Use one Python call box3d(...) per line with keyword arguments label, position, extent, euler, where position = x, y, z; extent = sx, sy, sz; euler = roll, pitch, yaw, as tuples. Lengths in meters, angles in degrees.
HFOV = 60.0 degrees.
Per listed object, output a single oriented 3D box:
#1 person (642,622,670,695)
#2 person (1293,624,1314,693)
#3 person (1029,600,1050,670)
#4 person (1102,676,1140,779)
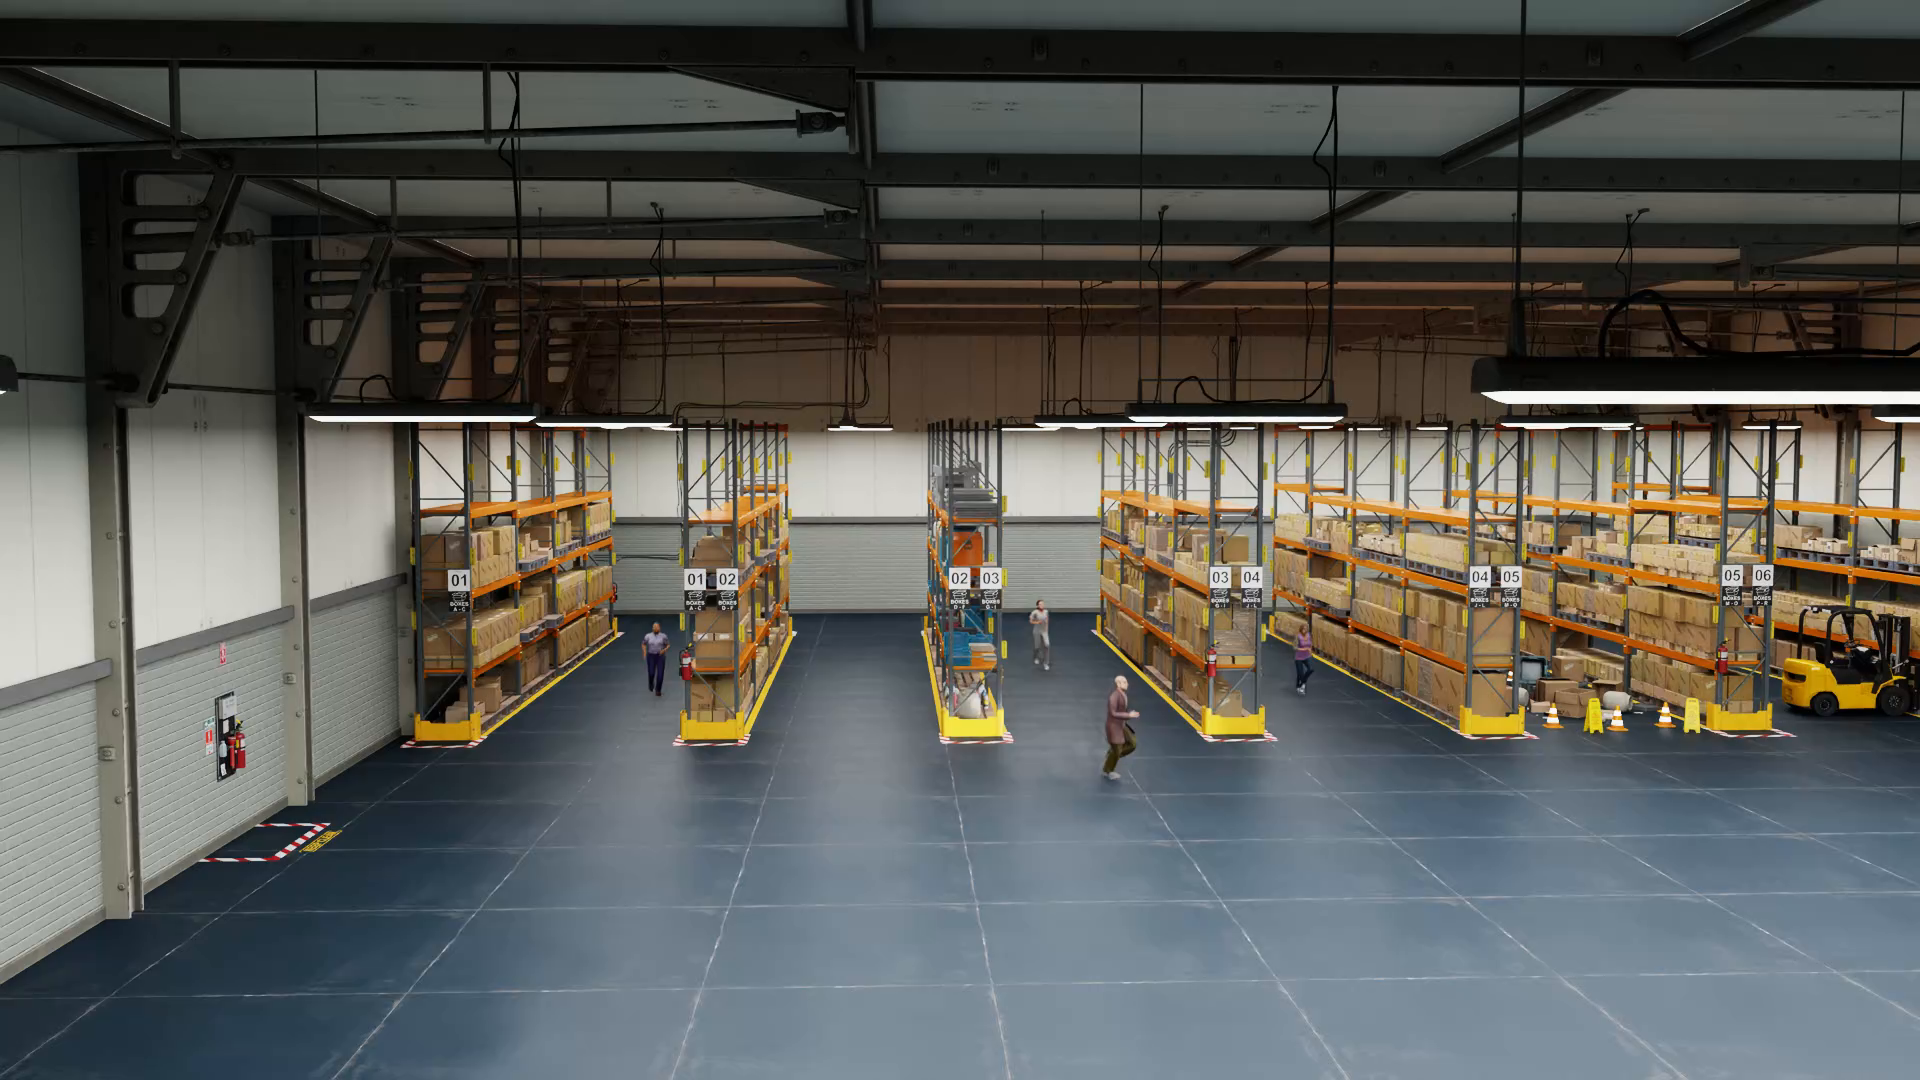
box3d(label="person", position=(-6.634, 2.601, 36.293), extent=(0.604, 1.605, 0.541), euler=(-1, 4, -12))
box3d(label="person", position=(7.525, 2.600, 36.358), extent=(0.572, 1.549, 0.713), euler=(-1, 4, -17))
box3d(label="person", position=(1.929, 2.305, 40.613), extent=(0.538, 1.718, 0.899), euler=(-1, 4, -11))
box3d(label="person", position=(2.660, 3.094, 27.475), extent=(0.723, 1.728, 0.761), euler=(2, 4, 29))
